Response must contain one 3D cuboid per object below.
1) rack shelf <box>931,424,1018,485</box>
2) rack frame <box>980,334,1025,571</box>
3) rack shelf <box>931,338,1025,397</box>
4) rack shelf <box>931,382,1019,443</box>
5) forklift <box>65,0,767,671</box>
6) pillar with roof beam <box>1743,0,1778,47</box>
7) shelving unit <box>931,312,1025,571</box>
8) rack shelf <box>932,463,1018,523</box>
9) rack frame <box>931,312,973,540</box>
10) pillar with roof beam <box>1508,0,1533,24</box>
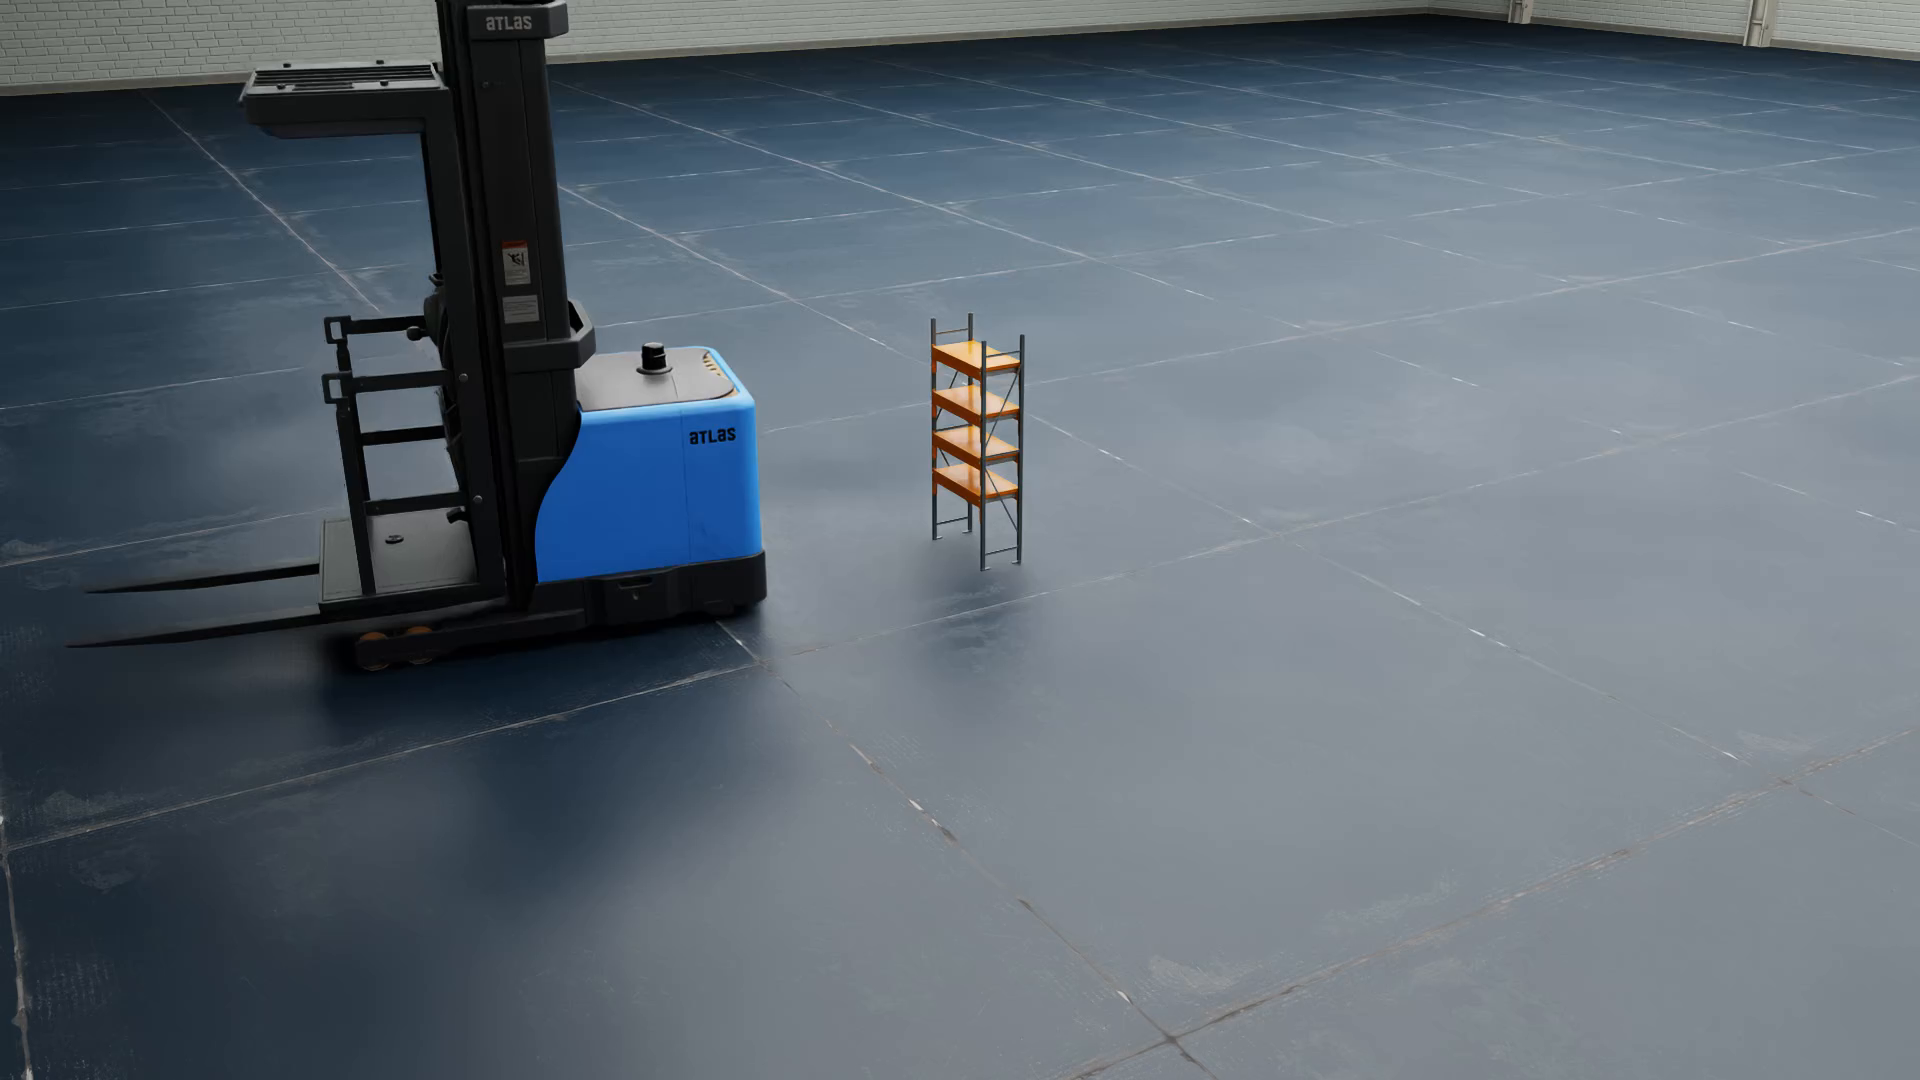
[{"bbox_3d":[0.085,-0.440,8.479,0.258,0.148,0.480,-13,25,-28],"label":"rack shelf"},{"bbox_3d":[0.209,-0.423,8.259,0.240,1.200,0.015,-13,25,-28],"label":"rack frame"},{"bbox_3d":[0.085,-0.866,8.306,0.258,0.148,0.480,-13,25,-28],"label":"rack shelf"},{"bbox_3d":[0.085,-0.647,8.395,0.258,0.148,0.480,-13,25,-28],"label":"rack shelf"},{"bbox_3d":[-2.499,-1.002,7.383,3.031,2.935,1.130,-7,23,-18],"label":"forklift"},{"bbox_3d":[11.981,-13.065,29.005,9.100,9.000,0.400,-13,25,-28],"label":"pillar with roof beam"},{"bbox_3d":[0.085,-0.502,8.454,0.258,1.200,0.503,-13,25,-28],"label":"shelving unit"},{"bbox_3d":[0.085,-0.256,8.554,0.258,0.148,0.480,-13,25,-28],"label":"rack shelf"},{"bbox_3d":[-0.040,-0.581,8.648,0.240,1.200,0.015,-13,25,-28],"label":"rack frame"},{"bbox_3d":[8.916,-15.008,33.784,9.100,9.000,0.400,-13,25,-28],"label":"pillar with roof beam"}]
